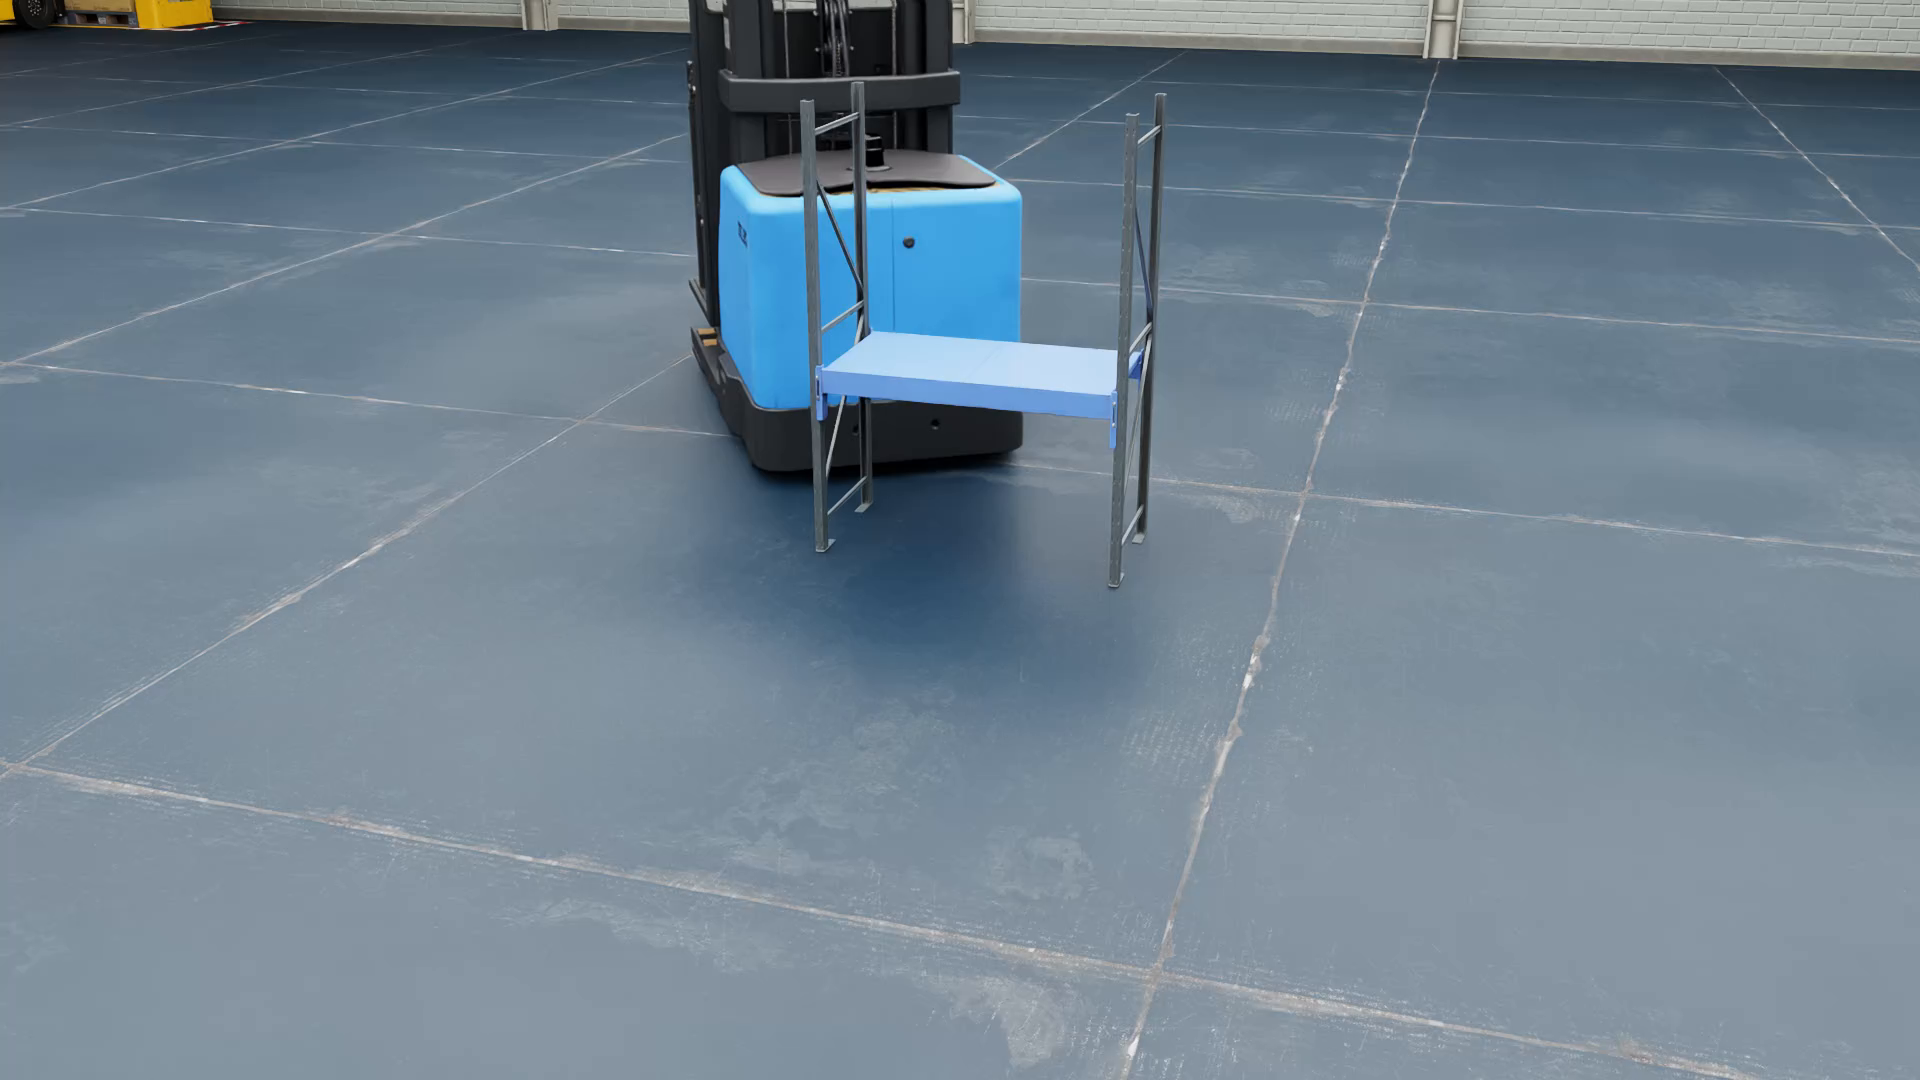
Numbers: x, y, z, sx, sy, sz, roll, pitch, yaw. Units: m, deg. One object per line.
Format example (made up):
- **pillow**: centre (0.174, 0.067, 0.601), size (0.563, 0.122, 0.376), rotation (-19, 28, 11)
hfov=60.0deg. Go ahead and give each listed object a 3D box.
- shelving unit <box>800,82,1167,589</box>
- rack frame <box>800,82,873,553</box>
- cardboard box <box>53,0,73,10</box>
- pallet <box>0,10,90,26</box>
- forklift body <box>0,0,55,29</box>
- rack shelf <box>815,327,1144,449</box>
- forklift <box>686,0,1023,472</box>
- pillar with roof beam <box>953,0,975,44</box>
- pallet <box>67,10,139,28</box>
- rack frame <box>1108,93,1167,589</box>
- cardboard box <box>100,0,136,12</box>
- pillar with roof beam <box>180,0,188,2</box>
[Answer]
- **shelving unit**: centre (0.082, -0.685, 5.463), size (1.048, 1.500, 0.538), rotation (7, 23, 16)
- **rack frame**: centre (-0.405, -0.740, 5.598), size (0.032, 1.500, 0.500), rotation (7, 23, 16)
- **cardboard box**: centre (-12.610, -7.668, 23.582), size (0.500, 0.250, 0.500), rotation (7, 23, 16)
- **pallet**: centre (-13.028, -7.606, 24.035), size (1.213, 0.211, 1.003), rotation (7, 23, 15)
- **forklift body**: centre (-13.462, -7.846, 22.063), size (1.214, 2.155, 2.313), rotation (7, 23, 16)
- **rack shelf**: centre (0.082, -0.518, 5.531), size (1.000, 0.185, 0.538), rotation (7, 23, 16)
- **forklift**: centre (-0.632, -2.142, 7.129), size (1.130, 2.935, 3.031), rotation (-6, 23, -14)
- **pillar with roof beam**: centre (-1.281, -8.993, 15.836), size (0.400, 9.000, 9.100), rotation (7, 23, 16)
- **pallet**: centre (-11.864, -7.472, 23.707), size (1.213, 0.211, 1.003), rotation (7, 23, 16)
- **rack frame**: centre (0.568, -0.629, 5.327), size (0.032, 1.500, 0.500), rotation (7, 23, 16)
- **cardboard box**: centre (-11.660, -7.552, 23.299), size (0.500, 0.250, 0.500), rotation (7, 23, 16)
- **pillar with roof beam**: centre (-12.769, -10.309, 19.043), size (0.400, 9.000, 9.100), rotation (7, 23, 16)
